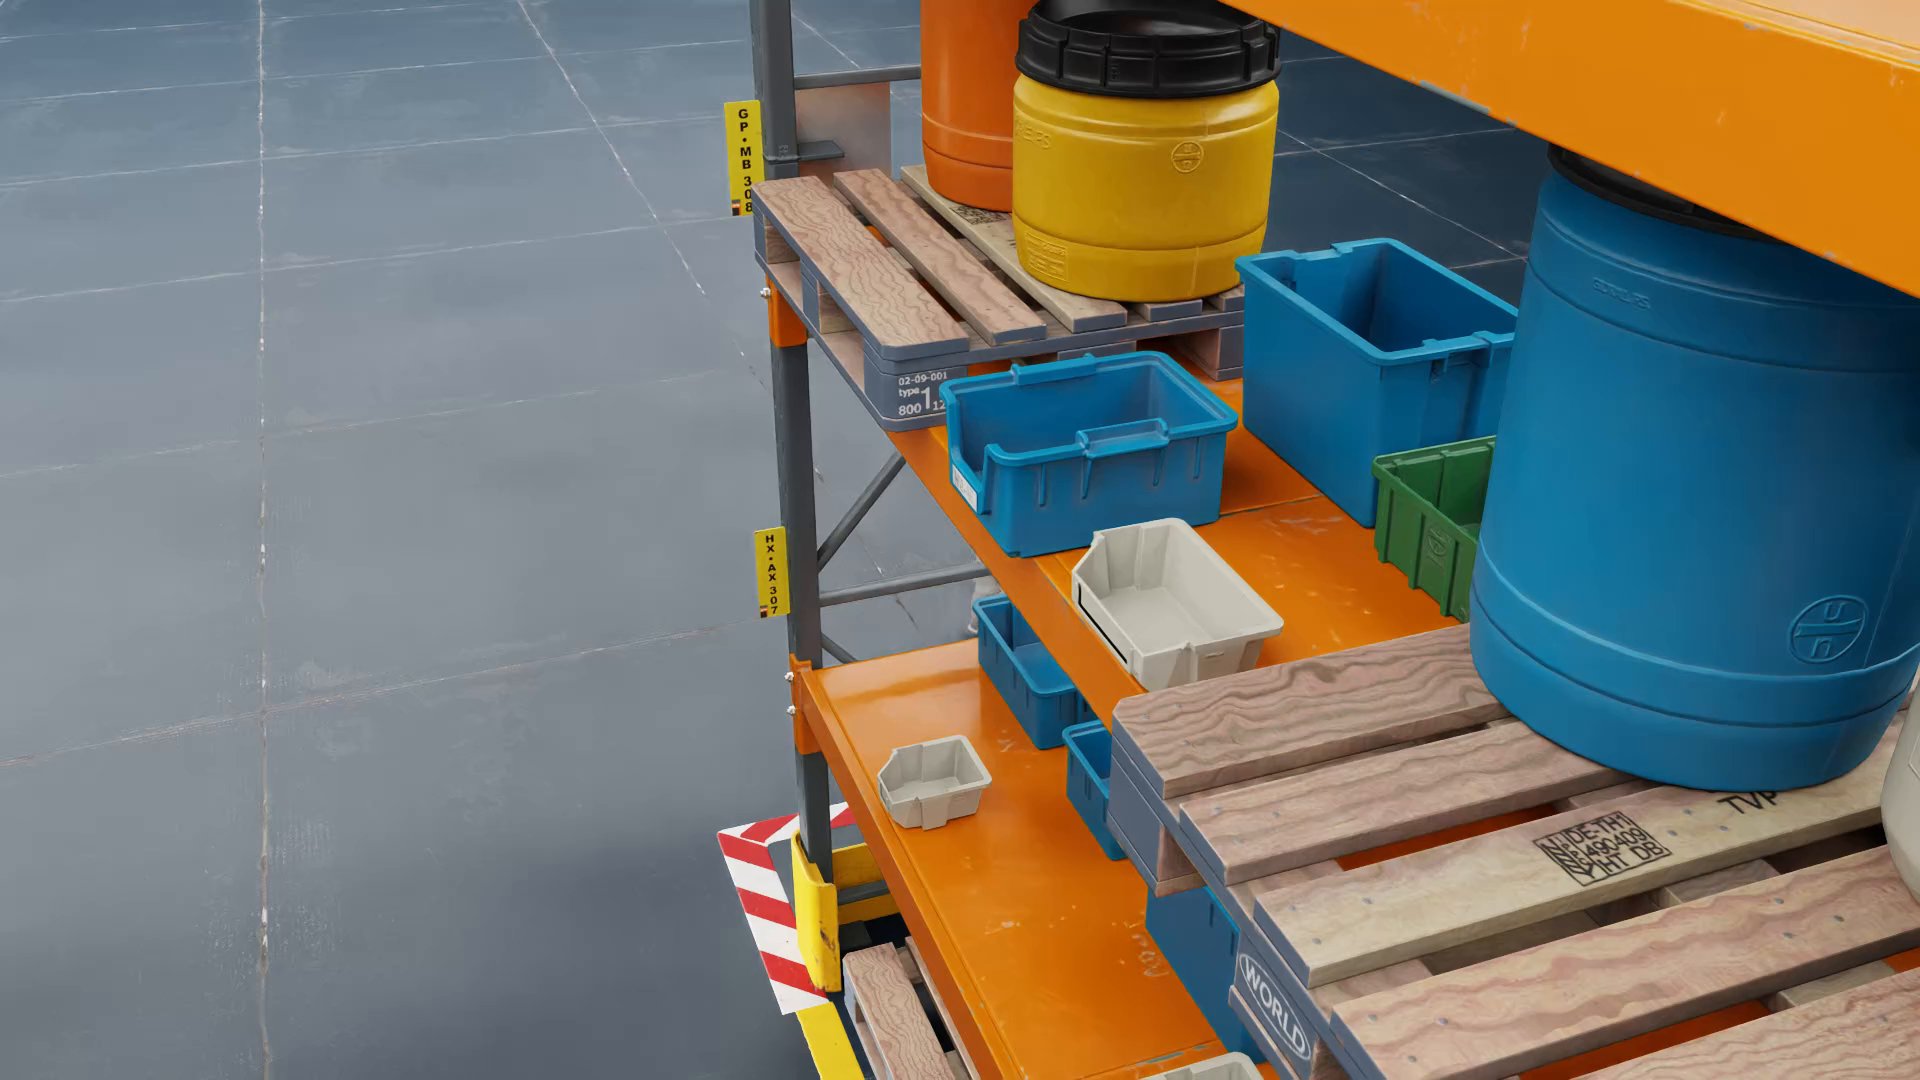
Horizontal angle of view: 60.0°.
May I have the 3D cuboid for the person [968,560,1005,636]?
[{"bbox_3d":[0.291,-0.290,7.601,0.424,1.767,0.579,-17,34,-28],"label":"person"}]
